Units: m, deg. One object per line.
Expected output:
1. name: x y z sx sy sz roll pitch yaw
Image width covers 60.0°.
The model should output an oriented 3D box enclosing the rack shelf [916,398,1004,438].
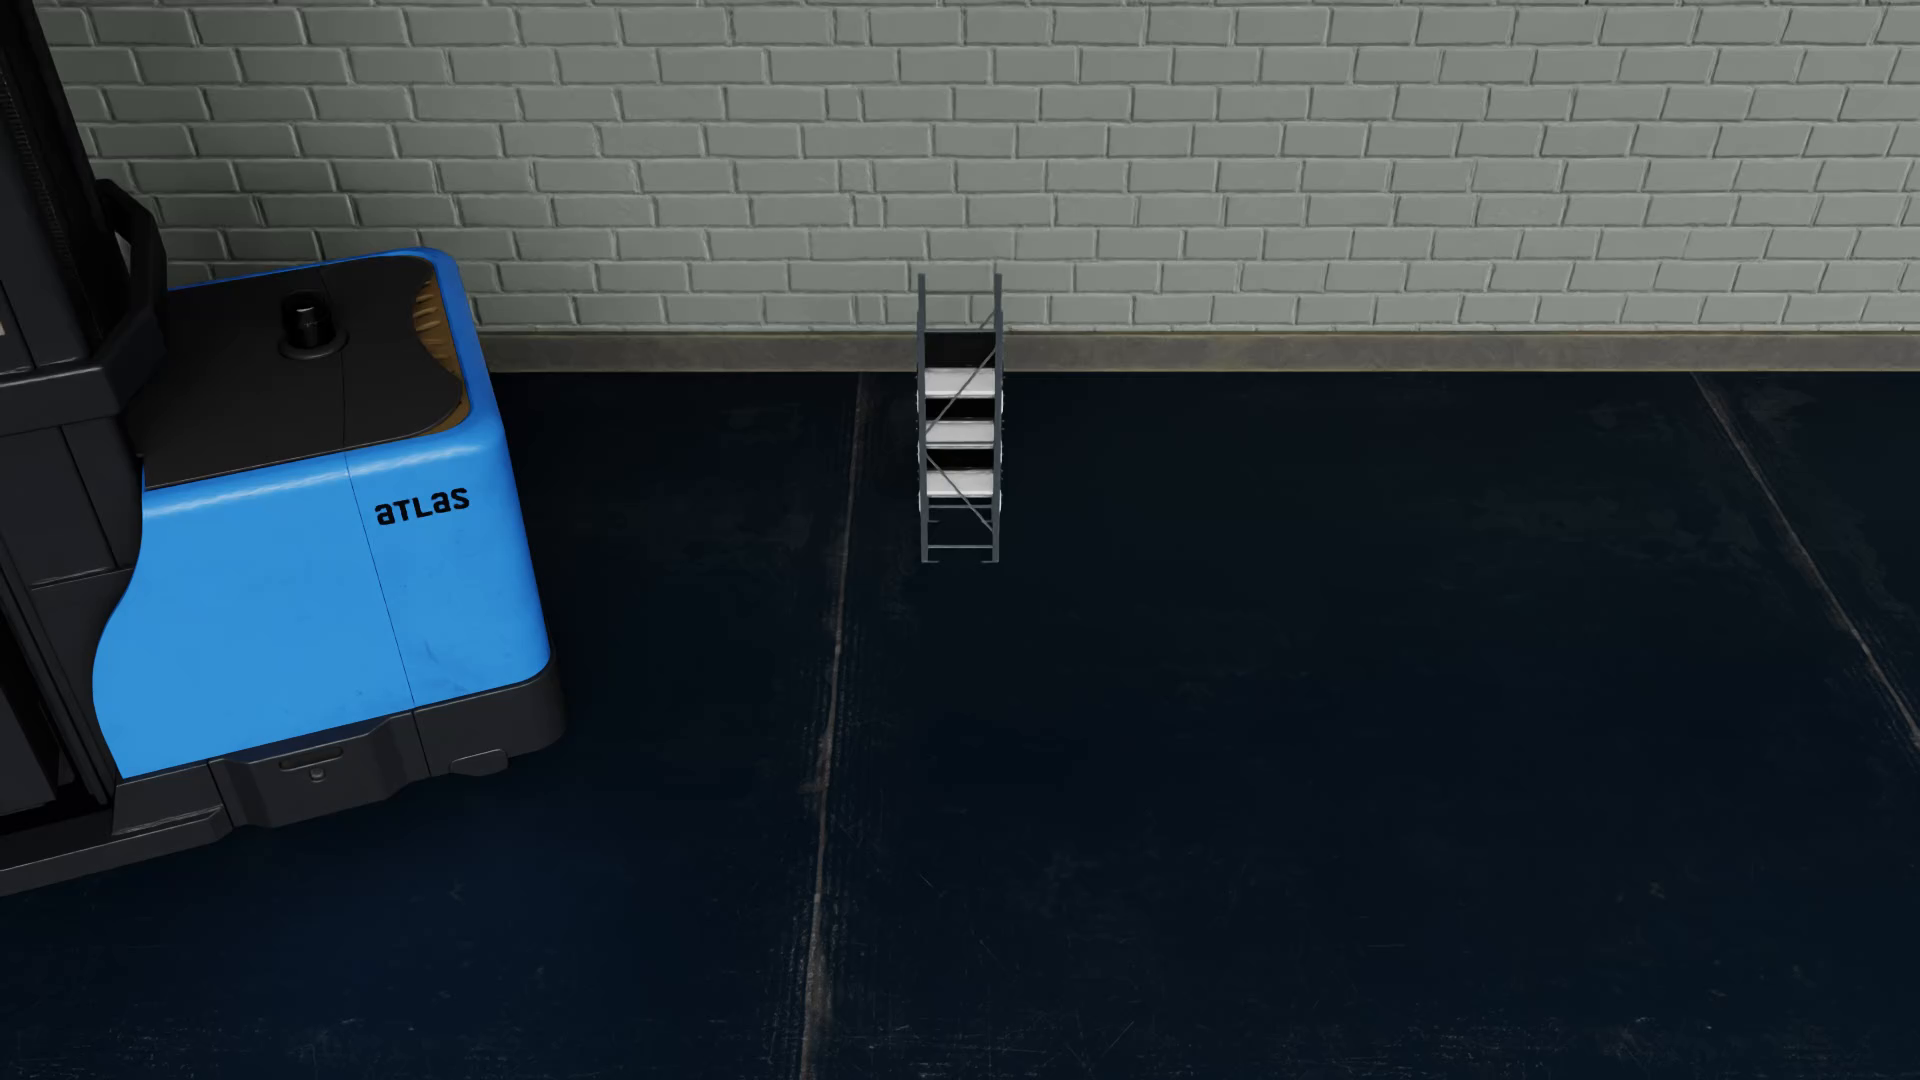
1. rack shelf: 0.000 -0.390 4.927 0.258 0.077 0.200 0 39 0

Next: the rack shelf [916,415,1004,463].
1. rack shelf: 0.000 -0.320 4.983 0.258 0.077 0.200 0 39 0

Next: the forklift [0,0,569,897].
1. forklift: -2.634 -0.520 3.555 3.031 2.935 1.130 -13 41 -16

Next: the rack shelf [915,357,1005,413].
1. rack shelf: 0.000 -0.461 4.871 0.258 0.077 0.200 0 39 0

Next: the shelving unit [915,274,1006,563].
1. shelving unit: 0.000 -0.346 4.962 0.258 0.900 0.210 0 39 0

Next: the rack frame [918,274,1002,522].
1. rack frame: 0.000 -0.410 5.042 0.240 0.900 0.006 0 39 0

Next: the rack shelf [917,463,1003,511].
1. rack shelf: 0.000 -0.180 5.096 0.258 0.077 0.200 0 39 0

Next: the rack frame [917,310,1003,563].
1. rack frame: 0.000 -0.282 4.883 0.240 0.900 0.006 0 39 0

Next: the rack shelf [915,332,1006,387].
1. rack shelf: 0.000 -0.531 4.814 0.258 0.077 0.200 0 39 0

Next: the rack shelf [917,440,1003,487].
1. rack shelf: 0.000 -0.250 5.039 0.258 0.077 0.200 0 39 0
